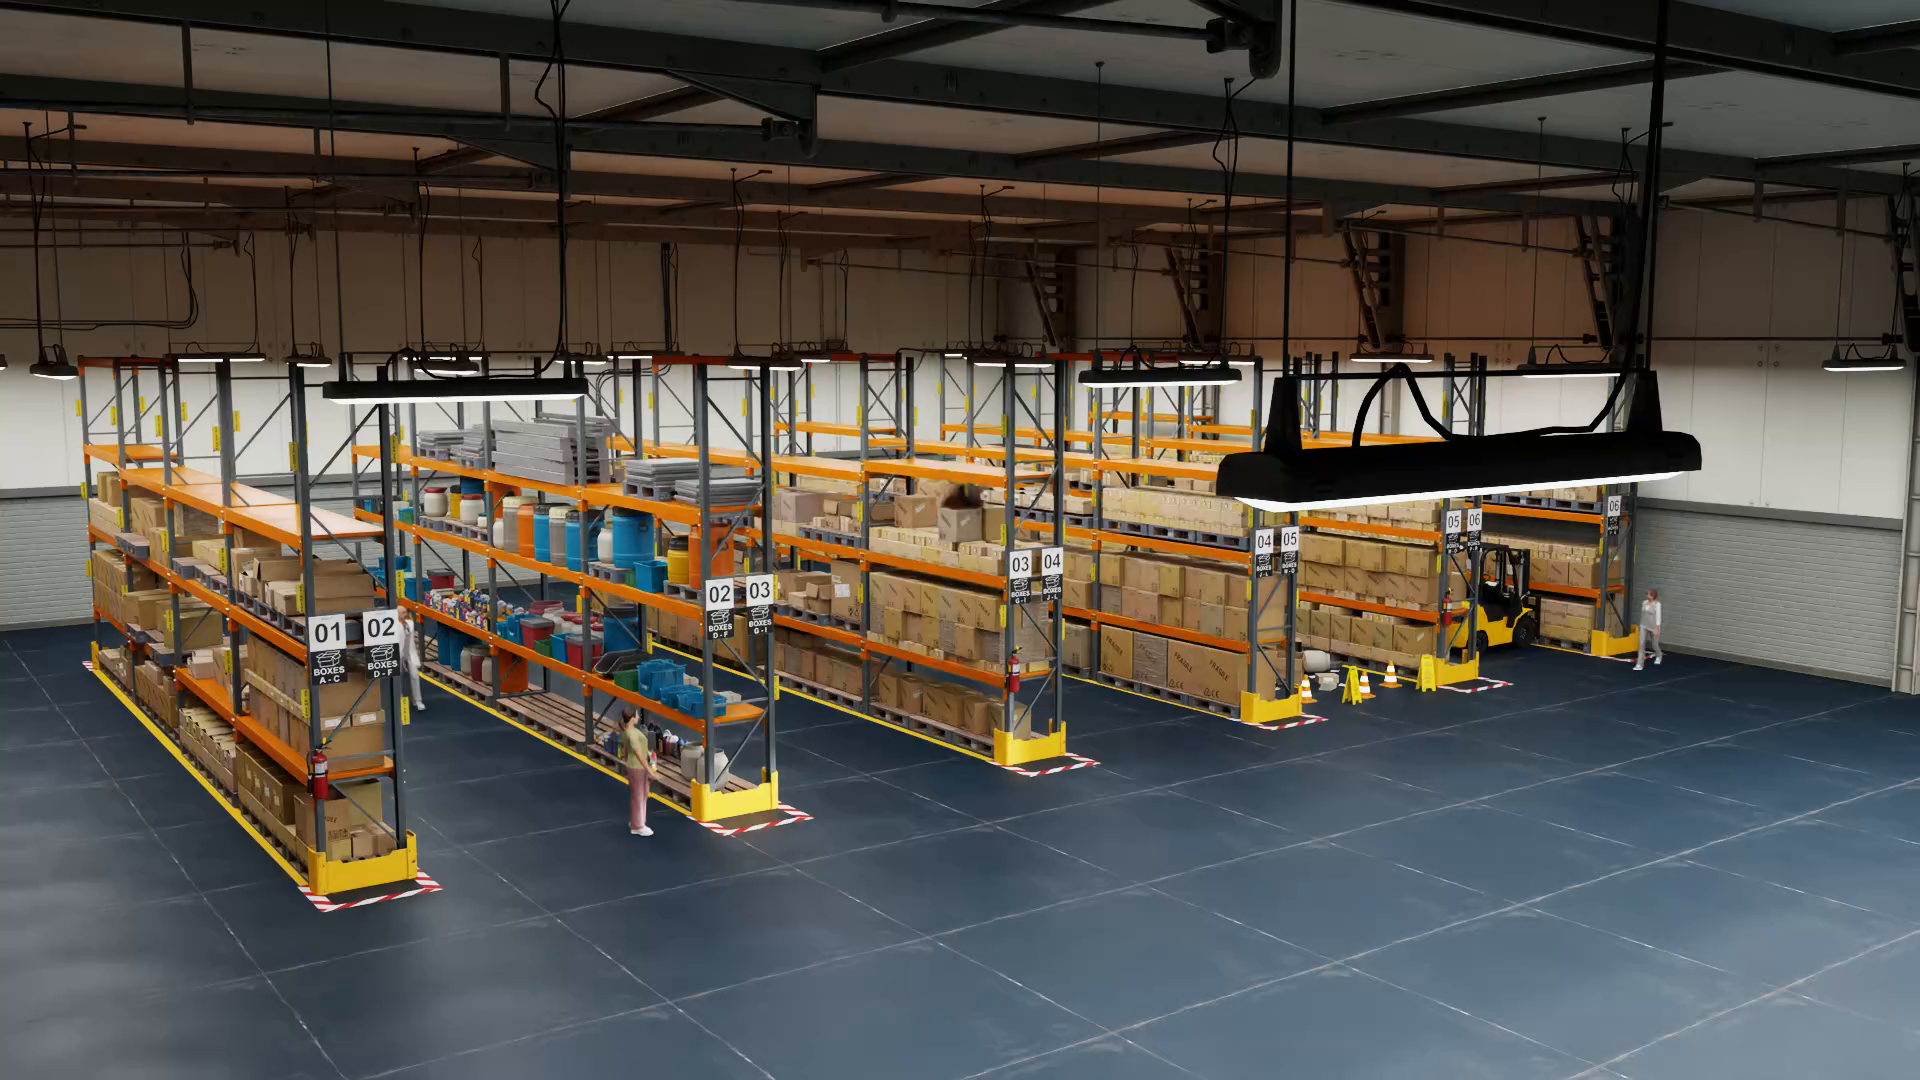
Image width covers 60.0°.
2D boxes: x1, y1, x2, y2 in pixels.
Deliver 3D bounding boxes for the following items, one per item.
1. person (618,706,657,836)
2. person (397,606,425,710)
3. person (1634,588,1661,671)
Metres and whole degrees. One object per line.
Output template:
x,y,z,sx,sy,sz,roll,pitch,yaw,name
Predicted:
-4.108,2.955,21.270,0.484,1.713,0.529,0,7,-3,person
-9.520,1.992,28.465,0.551,1.729,1.049,-4,8,-30,person
13.234,1.691,31.839,0.402,1.561,0.898,6,9,41,person
